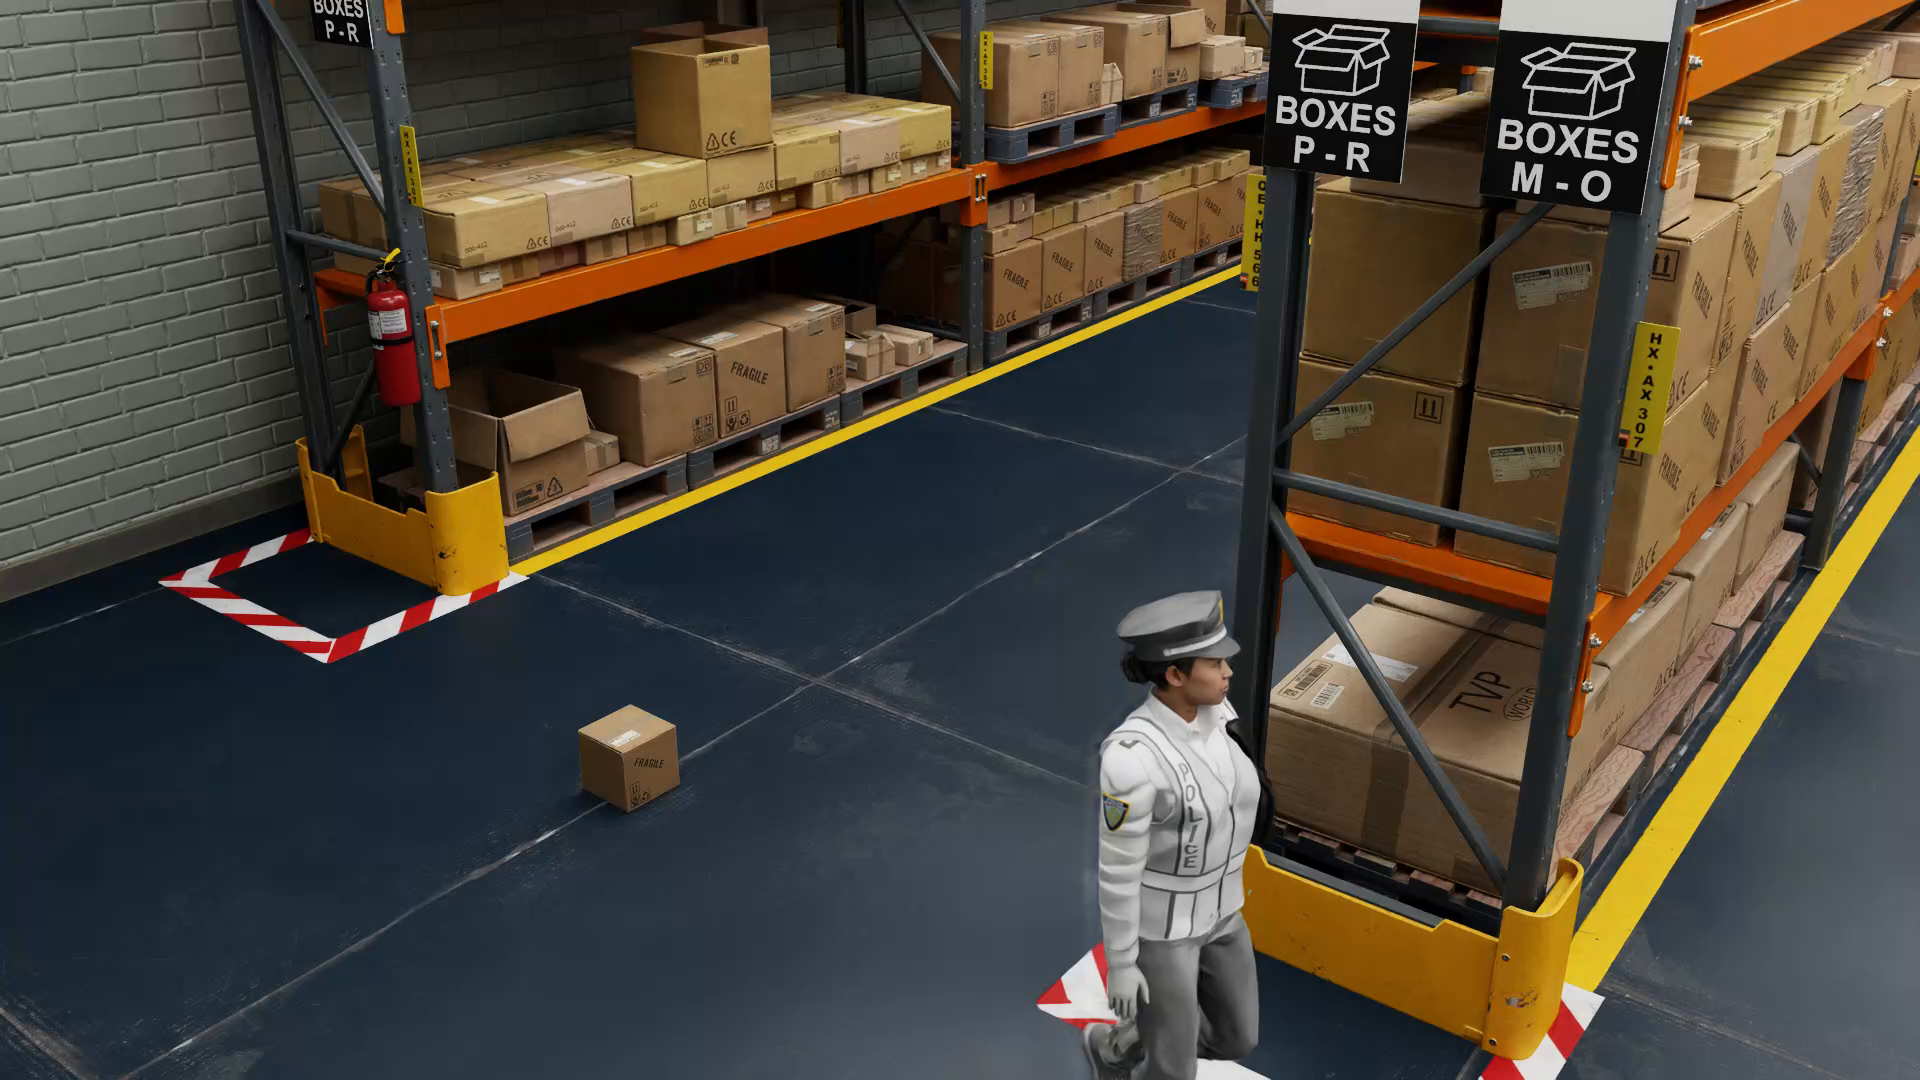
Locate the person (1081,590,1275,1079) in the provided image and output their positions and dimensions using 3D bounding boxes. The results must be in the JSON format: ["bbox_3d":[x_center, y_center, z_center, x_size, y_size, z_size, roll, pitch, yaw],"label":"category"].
[{"bbox_3d":[0.489,0.883,4.004,0.542,1.671,0.512,20,31,38],"label":"person"}]
